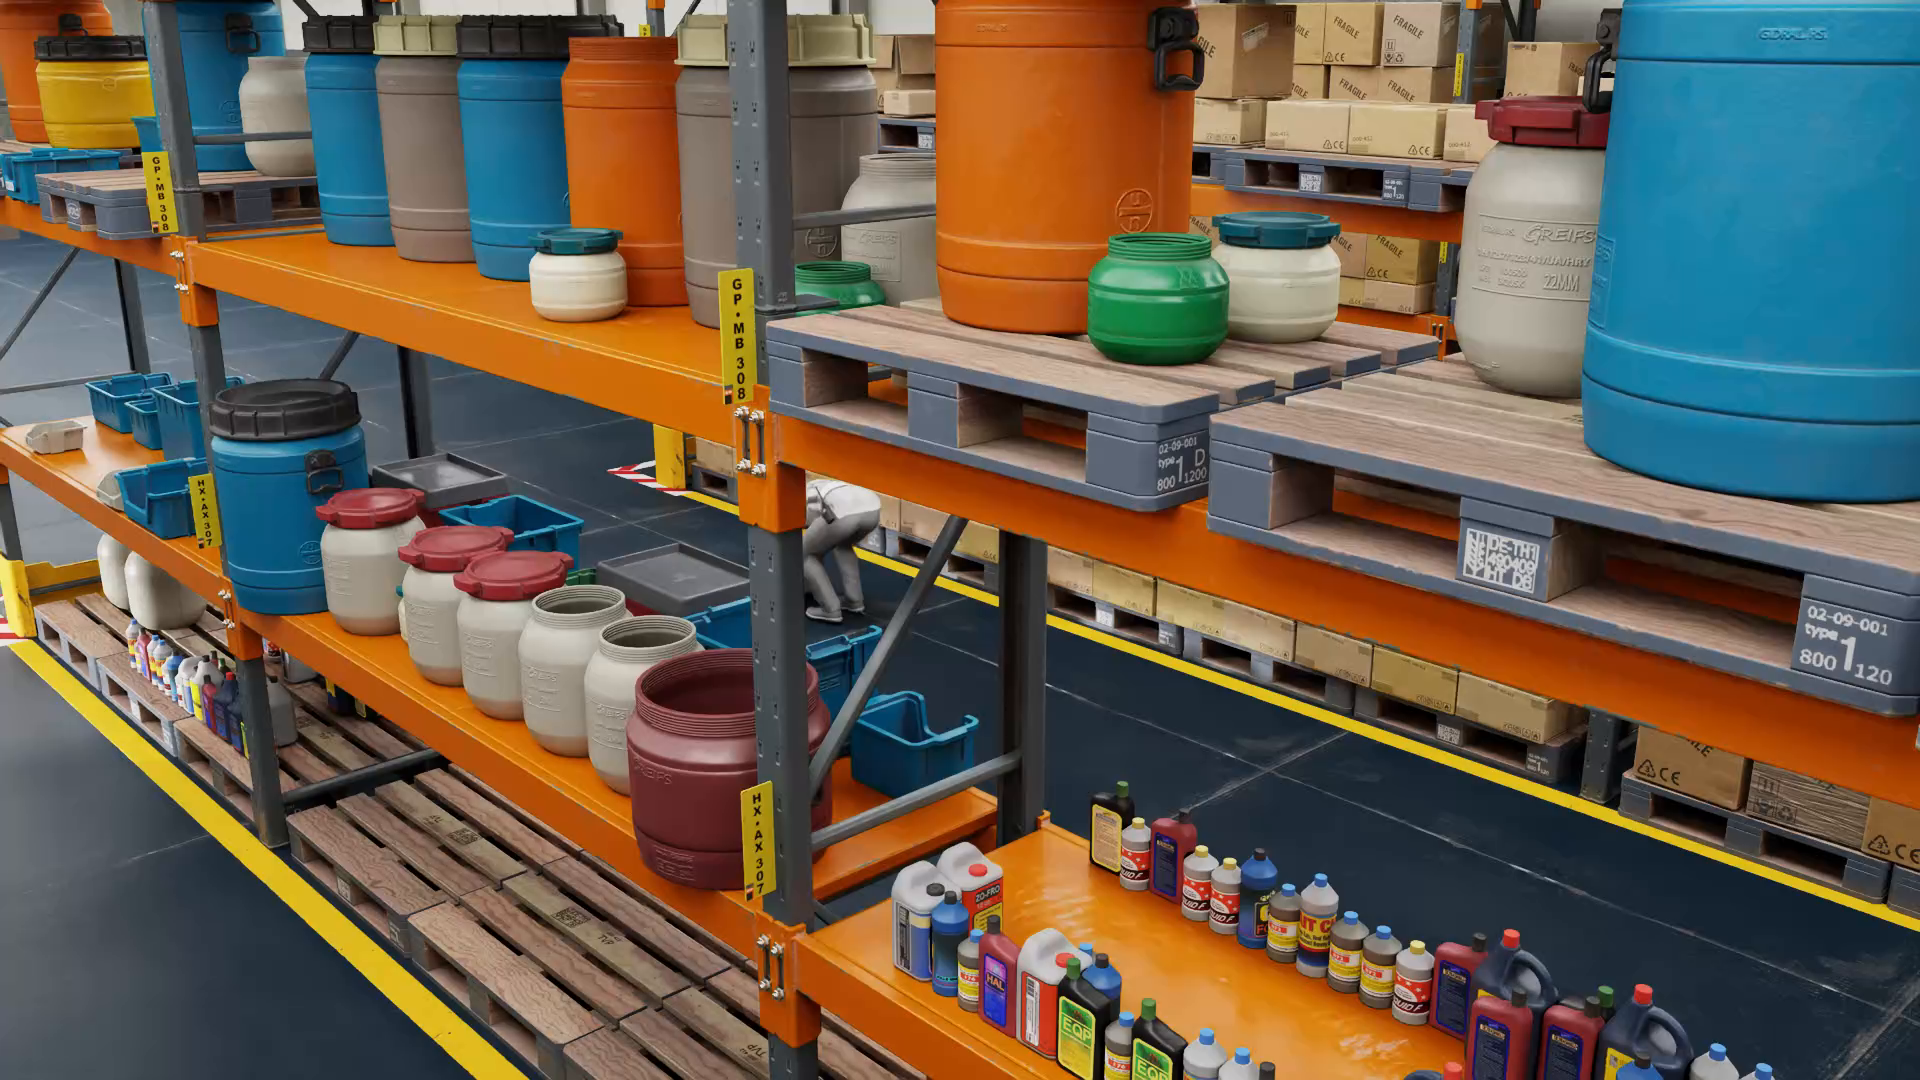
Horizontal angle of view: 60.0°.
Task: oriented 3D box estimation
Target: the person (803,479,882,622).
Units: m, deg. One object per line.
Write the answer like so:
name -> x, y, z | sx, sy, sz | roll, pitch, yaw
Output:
person -> -0.900, 0.020, 10.748 | 0.903, 0.907, 0.460 | 16, 24, 41
